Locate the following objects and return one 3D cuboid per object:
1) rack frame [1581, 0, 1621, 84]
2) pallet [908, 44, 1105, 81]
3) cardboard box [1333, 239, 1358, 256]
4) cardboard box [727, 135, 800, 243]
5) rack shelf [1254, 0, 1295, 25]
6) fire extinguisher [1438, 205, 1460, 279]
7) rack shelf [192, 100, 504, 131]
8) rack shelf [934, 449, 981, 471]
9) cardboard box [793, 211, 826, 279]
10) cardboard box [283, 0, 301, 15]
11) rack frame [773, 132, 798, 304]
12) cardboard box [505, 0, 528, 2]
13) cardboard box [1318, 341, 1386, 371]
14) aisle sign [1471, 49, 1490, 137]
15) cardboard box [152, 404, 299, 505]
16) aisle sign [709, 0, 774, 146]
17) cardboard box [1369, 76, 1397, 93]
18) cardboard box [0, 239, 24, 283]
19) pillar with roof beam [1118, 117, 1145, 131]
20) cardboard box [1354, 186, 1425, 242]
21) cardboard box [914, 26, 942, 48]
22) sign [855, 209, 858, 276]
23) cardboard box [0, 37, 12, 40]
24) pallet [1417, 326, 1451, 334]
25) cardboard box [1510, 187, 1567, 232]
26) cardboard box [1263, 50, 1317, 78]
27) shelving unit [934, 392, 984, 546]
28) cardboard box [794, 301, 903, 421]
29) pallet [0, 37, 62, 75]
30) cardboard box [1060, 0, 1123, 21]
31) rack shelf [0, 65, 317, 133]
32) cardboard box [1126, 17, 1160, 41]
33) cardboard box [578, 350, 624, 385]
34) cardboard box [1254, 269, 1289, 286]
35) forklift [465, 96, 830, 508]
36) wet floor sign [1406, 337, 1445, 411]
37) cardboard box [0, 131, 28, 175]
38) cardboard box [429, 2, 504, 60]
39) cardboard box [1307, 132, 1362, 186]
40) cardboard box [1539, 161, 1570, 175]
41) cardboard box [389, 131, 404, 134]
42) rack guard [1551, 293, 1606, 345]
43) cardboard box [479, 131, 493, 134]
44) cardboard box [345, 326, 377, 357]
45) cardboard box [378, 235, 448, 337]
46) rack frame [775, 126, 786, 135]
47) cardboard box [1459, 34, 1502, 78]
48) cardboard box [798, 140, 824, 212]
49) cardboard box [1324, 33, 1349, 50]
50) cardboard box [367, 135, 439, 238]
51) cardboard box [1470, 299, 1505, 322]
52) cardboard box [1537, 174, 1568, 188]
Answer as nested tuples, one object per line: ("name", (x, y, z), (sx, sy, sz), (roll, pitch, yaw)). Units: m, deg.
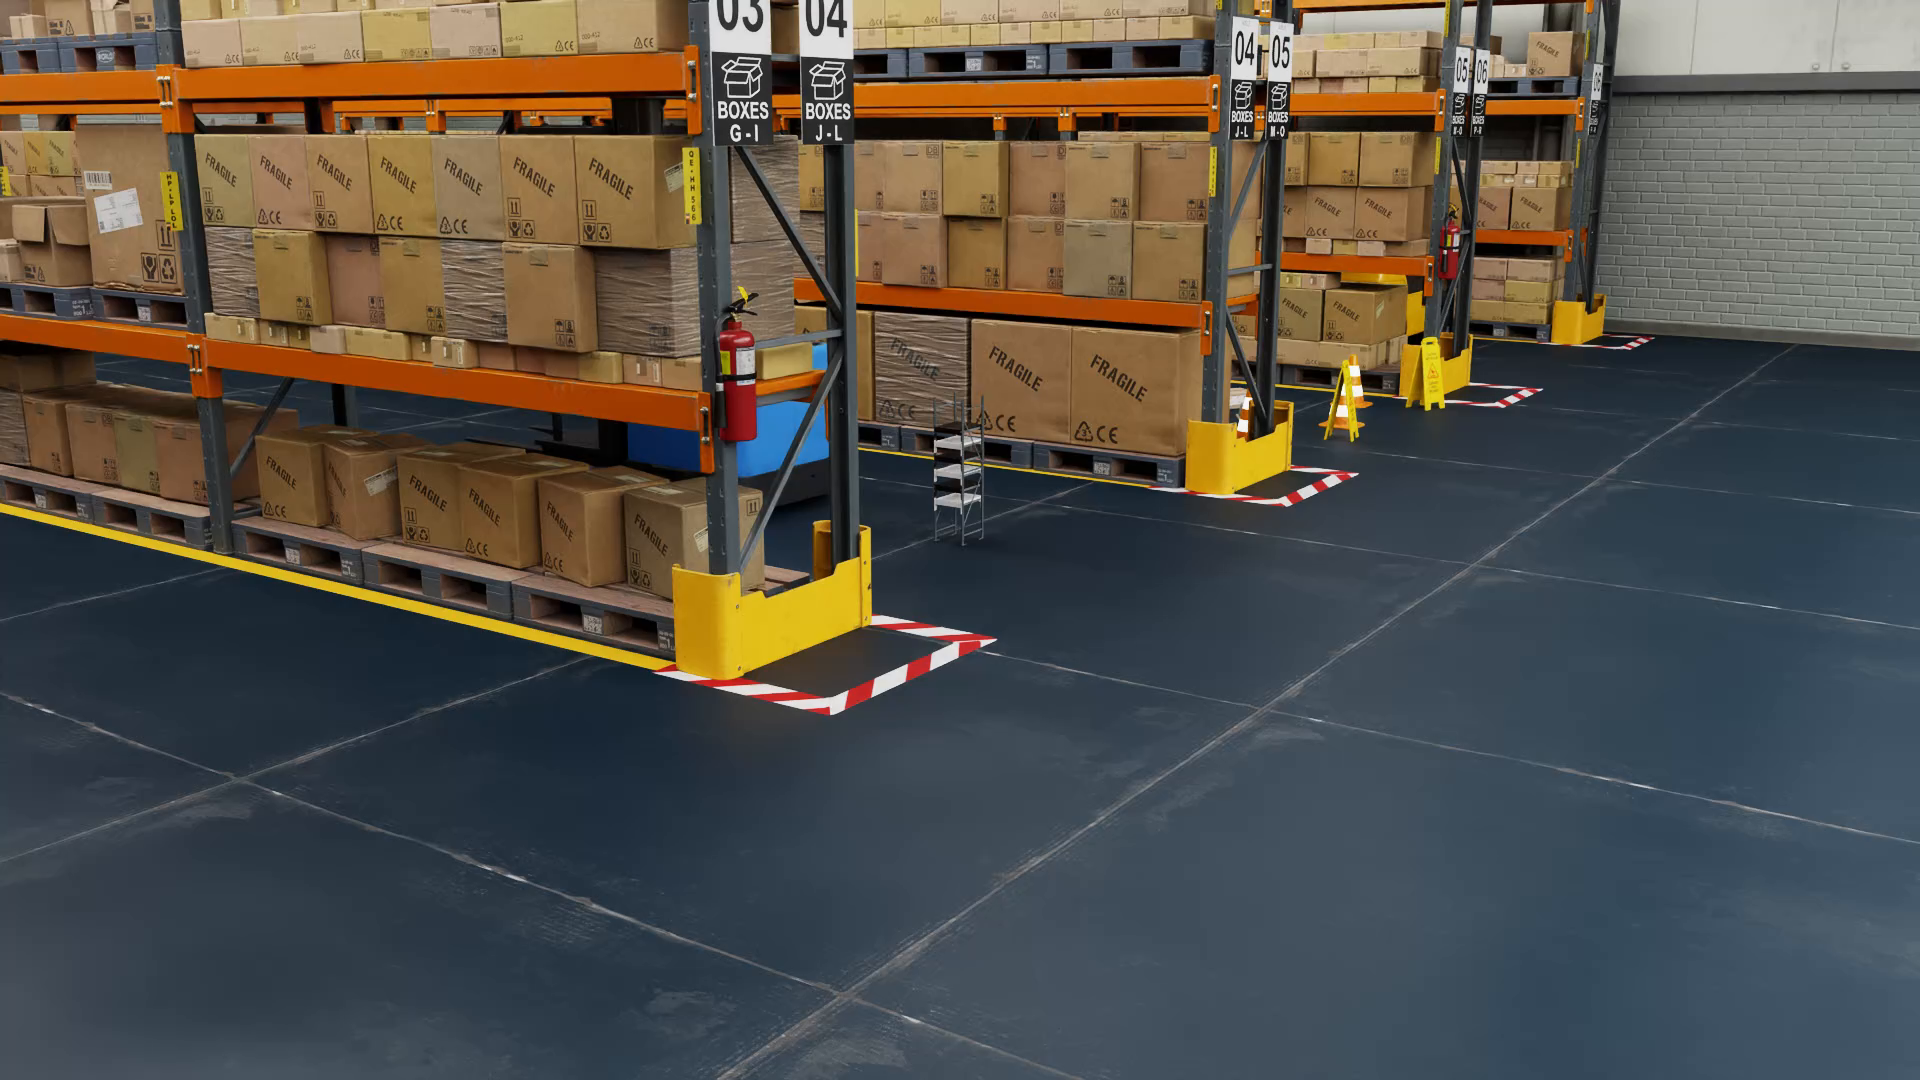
("rack frame", (7.462, -6.807, 19.096), (0.127, 3.000, 1.000), (9, 17, 33))
("pallet", (0.378, -3.579, 12.479), (1.213, 0.211, 1.003), (9, 17, 33))
("cardboard box", (3.792, -2.841, 16.081), (0.250, 0.149, 0.380), (9, 16, 32))
("cardboard box", (-1.141, -1.736, 8.184), (0.500, 0.500, 0.500), (9, 17, 33))
("rack shelf", (2.483, -7.069, 22.481), (4.000, 0.370, 1.077), (9, 17, 33))
("fire extinguisher", (4.532, -2.760, 15.393), (0.183, 0.674, 0.296), (9, 17, 33))
("rack shelf", (-6.282, -4.353, 16.918), (4.000, 0.370, 1.077), (9, 17, 33))
("rack shelf", (-0.007, -0.493, 10.206), (0.200, 0.077, 0.258), (9, 17, 33))
("cardboard box", (-0.991, -2.467, 13.734), (0.550, 0.550, 0.875), (9, 17, 33))
("cardboard box", (-3.358, -2.850, 8.835), (0.250, 0.149, 0.380), (10, 17, 34))
("rack frame", (-1.303, -2.441, 13.942), (0.127, 3.000, 1.000), (9, 17, 33))
("cardboard box", (-1.901, -2.583, 7.756), (0.250, 0.149, 0.380), (9, 17, 33))
("cardboard box", (3.854, -1.832, 16.331), (0.500, 0.250, 0.500), (9, 17, 33))
("aisle sign", (4.919, -4.221, 15.720), (0.004, 0.787, 0.394), (9, 17, 33))
("cardboard box", (-4.653, -0.552, 10.599), (0.500, 0.500, 0.700), (8, 16, 29))
("aisle sign", (-0.952, -2.123, 7.247), (0.004, 0.787, 0.394), (9, 17, 33))
("cardboard box", (4.018, -4.258, 15.563), (0.250, 0.149, 0.380), (9, 17, 33))
("cardboard box", (-6.212, -1.863, 11.043), (0.500, 0.250, 0.500), (9, 16, 31))
("pillar with roof beam", (0.006, -7.027, 19.982), (0.400, 9.000, 9.100), (9, 17, 33))
("cardboard box", (4.090, -3.116, 15.841), (0.500, 0.500, 0.500), (9, 16, 32))
("cardboard box", (-0.133, -3.741, 12.390), (0.250, 0.149, 0.380), (9, 17, 33))
("sign", (-0.534, -1.458, 8.168), (0.005, 0.325, 0.100), (9, 17, 33))
("cardboard box", (-6.369, -3.136, 10.817), (0.500, 0.250, 0.500), (10, 17, 34))
("pallet", (5.796, -2.800, 21.194), (1.213, 0.211, 1.003), (9, 17, 33))
("cardboard box", (6.907, -3.958, 19.860), (0.500, 0.500, 0.500), (9, 16, 32))
("cardboard box", (3.270, -4.584, 16.049), (0.500, 0.250, 0.500), (10, 17, 34))
("shelving unit", (-0.007, -0.438, 10.219), (0.210, 0.900, 0.258), (9, 17, 33))
("cardboard box", (-0.821, -1.515, 13.750), (0.875, 0.875, 0.875), (9, 17, 34))
("pallet", (-5.471, -3.073, 10.643), (1.003, 0.211, 1.213), (9, 17, 33))
("cardboard box", (1.039, -3.762, 11.646), (0.500, 0.250, 0.500), (9, 17, 33))
("rack shelf", (-5.815, -2.841, 10.811), (4.000, 0.370, 1.077), (9, 17, 33))
("cardboard box", (1.342, -3.502, 11.427), (0.250, 0.149, 0.380), (9, 17, 33))
("cardboard box", (-1.631, -0.861, 8.083), (0.250, 0.149, 0.380), (9, 17, 33))
("cardboard box", (3.118, -2.615, 16.580), (0.250, 0.149, 0.380), (10, 17, 35))
("forklift", (-2.302, -1.824, 11.591), (3.031, 2.935, 1.130), (10, 17, 35))
("wet floor sign", (4.255, -1.524, 15.135), (0.267, 0.644, 0.232), (-10, 17, -35))
("cardboard box", (-11.036, -4.616, 19.818), (0.500, 0.500, 0.500), (9, 17, 32))
("cardboard box", (-2.215, -2.463, 8.101), (0.500, 0.250, 0.500), (10, 17, 34))
("cardboard box", (3.733, -3.678, 16.030), (0.500, 0.500, 0.700), (9, 17, 33))
("cardboard box", (7.047, -4.409, 19.715), (0.250, 0.149, 0.380), (9, 17, 33))
("cardboard box", (-7.805, -5.686, 23.413), (0.250, 0.149, 0.380), (9, 16, 31))
("rack guard", (7.482, -2.679, 20.104), (0.348, 0.500, 1.175), (9, 17, 33))
("cardboard box", (-6.276, -5.464, 22.514), (0.250, 0.149, 0.380), (9, 17, 32))
("cardboard box", (-3.094, -1.092, 9.016), (0.250, 0.149, 0.380), (9, 17, 33))
("cardboard box", (-2.558, -1.390, 8.867), (0.500, 0.500, 0.875), (9, 17, 33))
("rack frame", (-1.944, -3.978, 20.151), (0.127, 3.000, 1.000), (9, 17, 33))
("cardboard box", (6.164, -5.820, 20.061), (0.500, 0.500, 0.700), (9, 17, 33))
("cardboard box", (-1.016, -2.982, 13.567), (0.550, 0.550, 0.875), (9, 17, 33))
("cardboard box", (3.653, -4.730, 15.809), (0.250, 0.149, 0.380), (9, 17, 33))
("cardboard box", (-2.673, -1.834, 8.582), (0.500, 0.500, 0.500), (9, 17, 33))
("cardboard box", (6.488, -2.833, 20.374), (0.500, 0.250, 0.500), (9, 17, 33))
("cardboard box", (7.018, -4.249, 19.689), (0.250, 0.149, 0.380), (9, 17, 34))
